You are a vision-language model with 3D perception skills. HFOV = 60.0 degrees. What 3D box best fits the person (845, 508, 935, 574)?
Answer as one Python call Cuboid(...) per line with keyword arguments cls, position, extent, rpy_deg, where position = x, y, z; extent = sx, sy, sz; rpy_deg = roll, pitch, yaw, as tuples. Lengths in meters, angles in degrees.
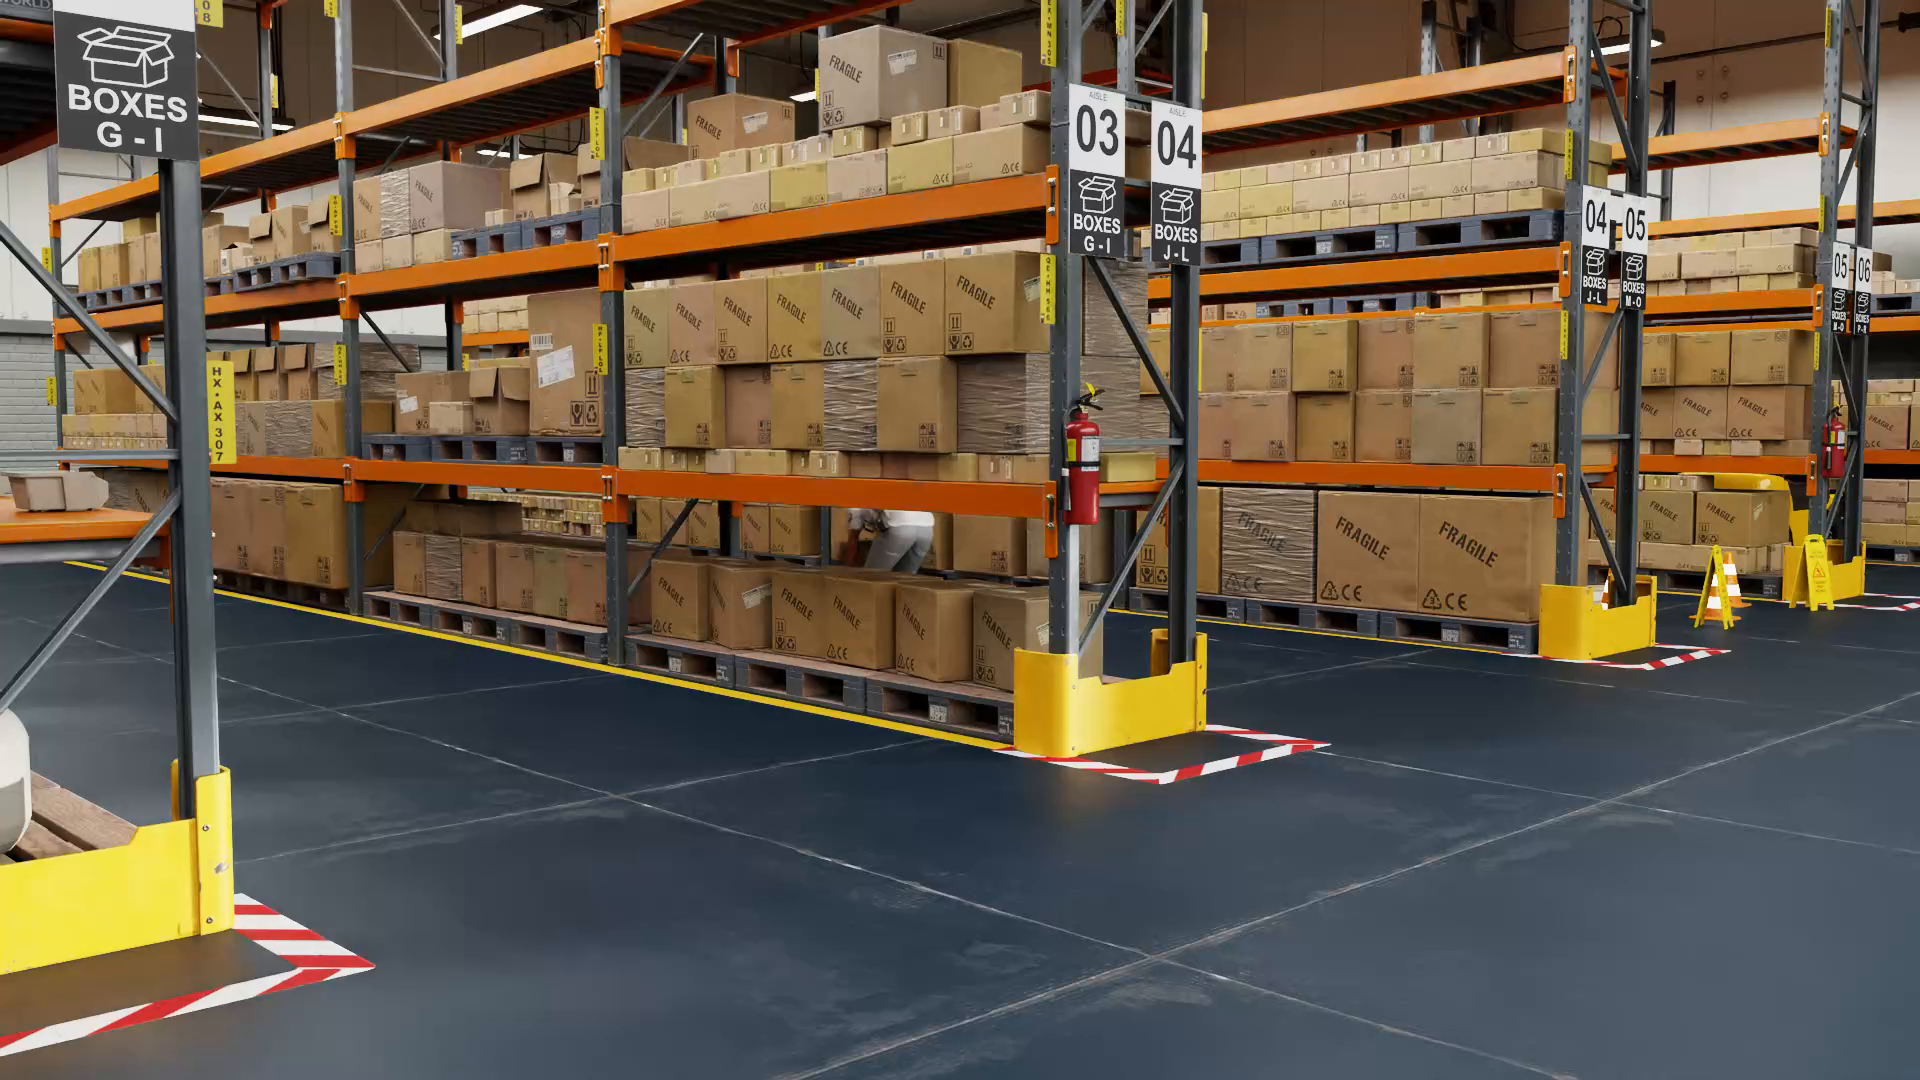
Cuboid(cls="person", position=(-0.594, 0.095, 12.628), extent=(0.892, 1.257, 0.473), rpy_deg=(4, 6, 44))
